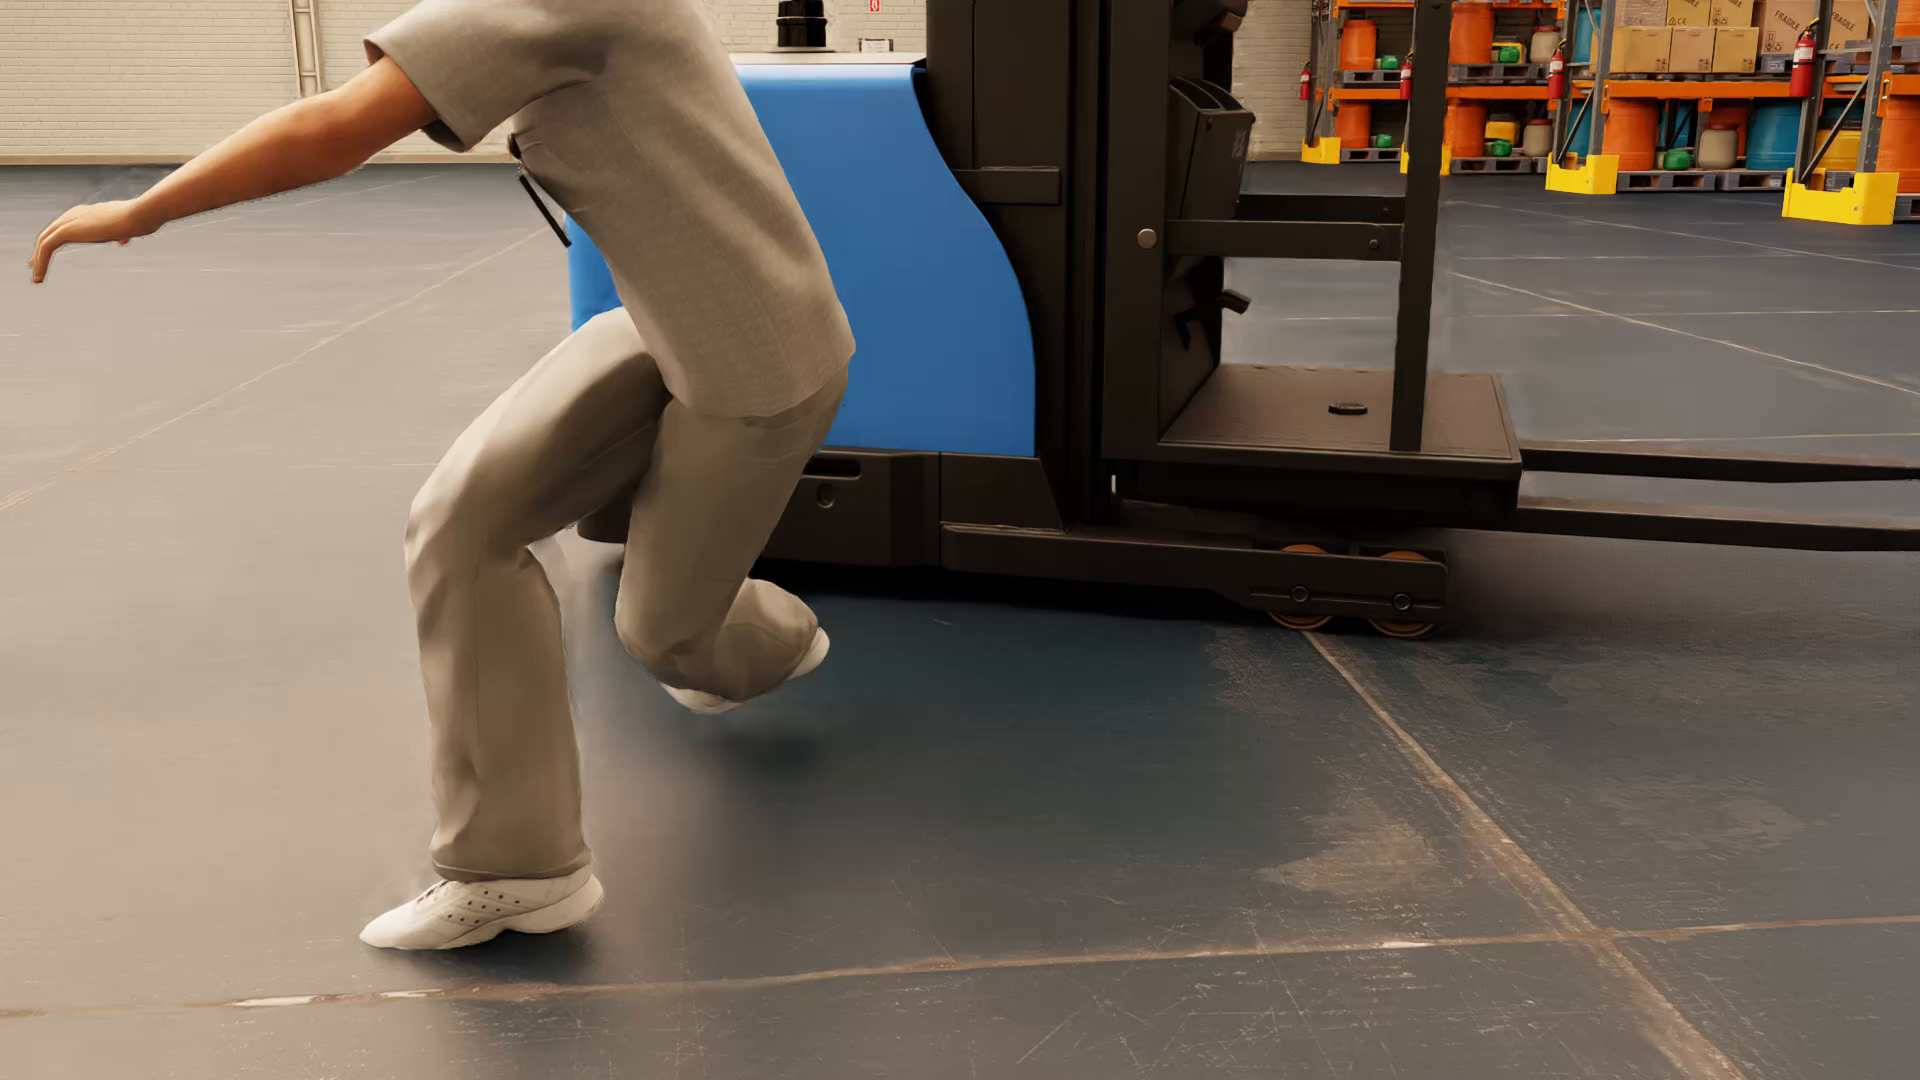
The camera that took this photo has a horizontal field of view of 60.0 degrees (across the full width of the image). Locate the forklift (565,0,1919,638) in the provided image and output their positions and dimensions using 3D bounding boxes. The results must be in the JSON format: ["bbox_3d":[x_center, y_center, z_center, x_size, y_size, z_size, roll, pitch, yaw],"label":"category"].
[{"bbox_3d":[0.719,-1.378,3.412,3.031,2.935,1.130,4,15,15],"label":"forklift"}]

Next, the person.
[{"bbox_3d":[-0.591,-0.257,2.171,1.071,1.461,0.797,-8,17,-29],"label":"person"}]
